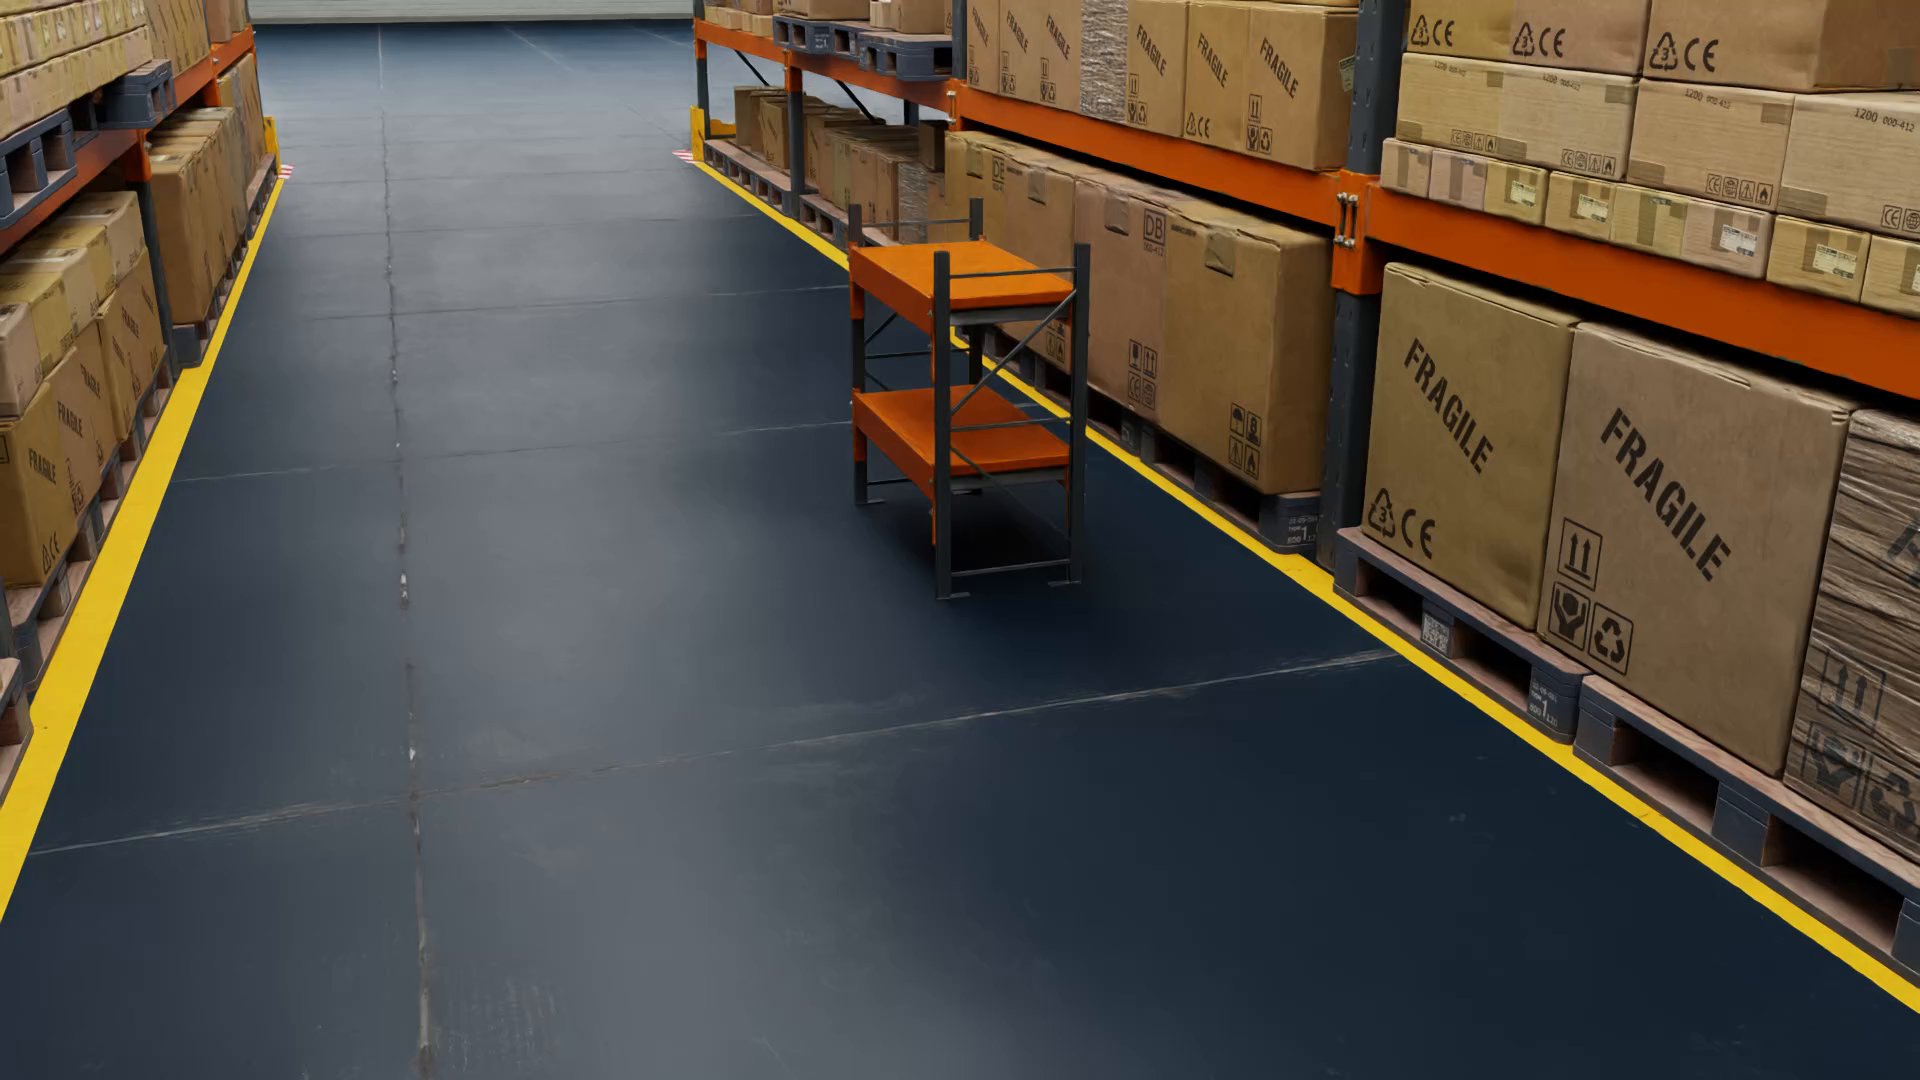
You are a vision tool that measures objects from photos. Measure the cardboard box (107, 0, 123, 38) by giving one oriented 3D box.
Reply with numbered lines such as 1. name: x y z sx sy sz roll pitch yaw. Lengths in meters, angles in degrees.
1. cardboard box: -3.453 -2.012 6.390 0.380 0.149 0.250 -6 21 -17

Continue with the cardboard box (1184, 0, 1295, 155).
1. cardboard box: 1.153 -1.691 6.039 0.500 0.500 0.500 -6 21 -16

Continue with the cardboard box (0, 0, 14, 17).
1. cardboard box: -2.813 -1.492 4.504 0.380 0.149 0.250 -6 21 -16

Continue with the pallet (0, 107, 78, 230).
1. pallet: -3.134 -1.039 4.656 1.003 0.211 1.213 -6 21 -17

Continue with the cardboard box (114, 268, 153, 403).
1. cardboard box: -3.675 -0.823 6.848 0.500 0.500 0.500 -6 20 -15

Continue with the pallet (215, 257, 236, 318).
1. pallet: -4.845 -1.492 9.758 1.003 0.211 1.213 -6 21 -17

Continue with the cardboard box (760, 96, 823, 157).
1. cardboard box: -1.484 -3.642 14.696 0.500 0.500 0.500 -4 20 -12

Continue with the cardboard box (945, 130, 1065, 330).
1. cardboard box: 0.648 -1.621 8.514 1.225 0.875 0.875 -7 21 -20

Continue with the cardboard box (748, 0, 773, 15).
1. cardboard box: -1.265 -4.583 13.650 0.875 0.500 0.500 -6 21 -17

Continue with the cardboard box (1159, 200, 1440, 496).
1. cardboard box: 1.488 -0.764 6.129 1.225 0.875 0.875 -6 21 -17

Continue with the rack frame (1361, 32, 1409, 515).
1. rack frame: 1.705 -1.363 5.274 0.949 2.616 0.053 -6 21 -17

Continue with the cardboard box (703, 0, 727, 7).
1. cardboard box: -1.917 -5.222 15.429 0.875 0.500 0.500 -6 21 -17

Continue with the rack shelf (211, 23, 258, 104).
1. rack shelf: -6.175 -3.739 12.954 1.077 0.370 4.000 -6 21 -17

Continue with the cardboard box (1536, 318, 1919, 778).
1. cardboard box: 2.123 -0.052 4.146 0.875 0.875 0.875 -6 21 -17

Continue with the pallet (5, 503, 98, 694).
1. pallet: -3.278 0.194 5.064 1.003 0.211 1.213 -6 21 -17

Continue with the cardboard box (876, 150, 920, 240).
1. cardboard box: -0.150 -2.248 10.786 0.700 0.500 0.500 -5 20 -13

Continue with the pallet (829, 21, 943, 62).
1. pallet: -0.210 -3.188 10.637 1.003 0.211 1.213 -6 21 -17

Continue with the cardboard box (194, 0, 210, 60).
1. cardboard box: -5.129 -3.344 10.641 0.500 0.500 0.500 -7 21 -18

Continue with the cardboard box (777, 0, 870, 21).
1. cardboard box: -0.689 -4.141 11.499 1.000 1.000 1.000 -6 21 -17

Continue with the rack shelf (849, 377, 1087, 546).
1. rack shelf: 0.002 -0.297 5.803 0.538 0.278 1.000 -6 21 -17

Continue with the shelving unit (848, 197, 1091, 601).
1. shelving unit: 0.002 -0.527 5.720 0.538 1.125 1.048 -6 21 -17

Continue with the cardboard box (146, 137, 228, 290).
1. cardboard box: -4.673 -1.776 9.132 1.050 0.750 0.750 -6 21 -16

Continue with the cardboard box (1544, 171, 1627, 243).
1. cardboard box: 1.736 -0.862 4.250 0.380 0.149 0.250 -7 21 -19

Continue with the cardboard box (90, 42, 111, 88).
1. cardboard box: -3.300 -1.710 5.991 0.380 0.149 0.250 -6 21 -16

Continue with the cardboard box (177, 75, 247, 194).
1. cardboard box: -5.678 -2.843 11.916 0.875 0.875 0.875 -6 21 -16

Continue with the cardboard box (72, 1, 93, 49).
1. cardboard box: -3.213 -1.765 5.704 0.380 0.149 0.250 -7 21 -18

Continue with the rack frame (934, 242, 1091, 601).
1. rack frame: 0.162 -0.364 5.266 0.500 1.125 0.032 -6 21 -17

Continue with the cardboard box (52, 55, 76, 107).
1. cardboard box: -3.045 -1.455 5.280 0.380 0.149 0.250 -7 21 -20

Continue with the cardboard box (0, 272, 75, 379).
1. cardboard box: -3.183 -0.679 5.336 0.500 0.250 0.500 -6 21 -16

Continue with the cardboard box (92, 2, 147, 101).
1. cardboard box: -4.174 -2.372 7.936 0.500 0.500 0.500 -6 21 -17

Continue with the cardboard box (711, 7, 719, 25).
1. cardboard box: -2.075 -4.815 15.257 0.380 0.149 0.250 -6 21 -17

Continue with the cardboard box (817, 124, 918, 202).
1. cardboard box: -0.634 -2.762 12.216 0.700 0.500 0.500 -8 21 -21

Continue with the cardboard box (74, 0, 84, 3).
1. cardboard box: -3.215 -1.904 5.652 0.380 0.149 0.250 -6 21 -16

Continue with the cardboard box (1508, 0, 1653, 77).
1. cardboard box: 1.764 -1.446 4.177 0.500 0.500 0.500 -6 21 -17

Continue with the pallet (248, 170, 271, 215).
1. pallet: -6.098 -2.768 13.311 1.003 0.211 1.213 -6 21 -17

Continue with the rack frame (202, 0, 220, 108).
1. rack frame: -5.547 -3.436 11.045 1.000 3.000 0.127 -6 21 -17

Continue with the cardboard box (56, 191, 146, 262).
1. cardboard box: -3.825 -1.335 7.163 0.500 0.250 0.500 -7 21 -18

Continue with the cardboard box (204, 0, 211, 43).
1. cardboard box: -5.868 -3.798 11.831 0.875 0.550 0.550 -6 21 -17

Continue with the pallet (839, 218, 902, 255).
1. pallet: -0.173 -1.976 11.107 1.003 0.211 1.213 -6 21 -17

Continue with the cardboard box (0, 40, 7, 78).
1. cardboard box: -2.719 -1.263 4.307 0.380 0.149 0.250 -6 21 -16

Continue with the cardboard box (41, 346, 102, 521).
1. cardboard box: -3.180 -0.325 5.460 0.500 0.500 0.500 -5 20 -15

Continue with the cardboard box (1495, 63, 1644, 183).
1. cardboard box: 1.759 -1.094 4.307 0.500 0.250 0.500 -6 21 -17

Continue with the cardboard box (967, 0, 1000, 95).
1. cardboard box: 0.346 -2.509 8.317 0.500 0.500 0.500 -6 21 -16

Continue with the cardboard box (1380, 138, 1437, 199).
1. cardboard box: 1.486 -1.115 4.955 0.380 0.149 0.250 -6 21 -17
